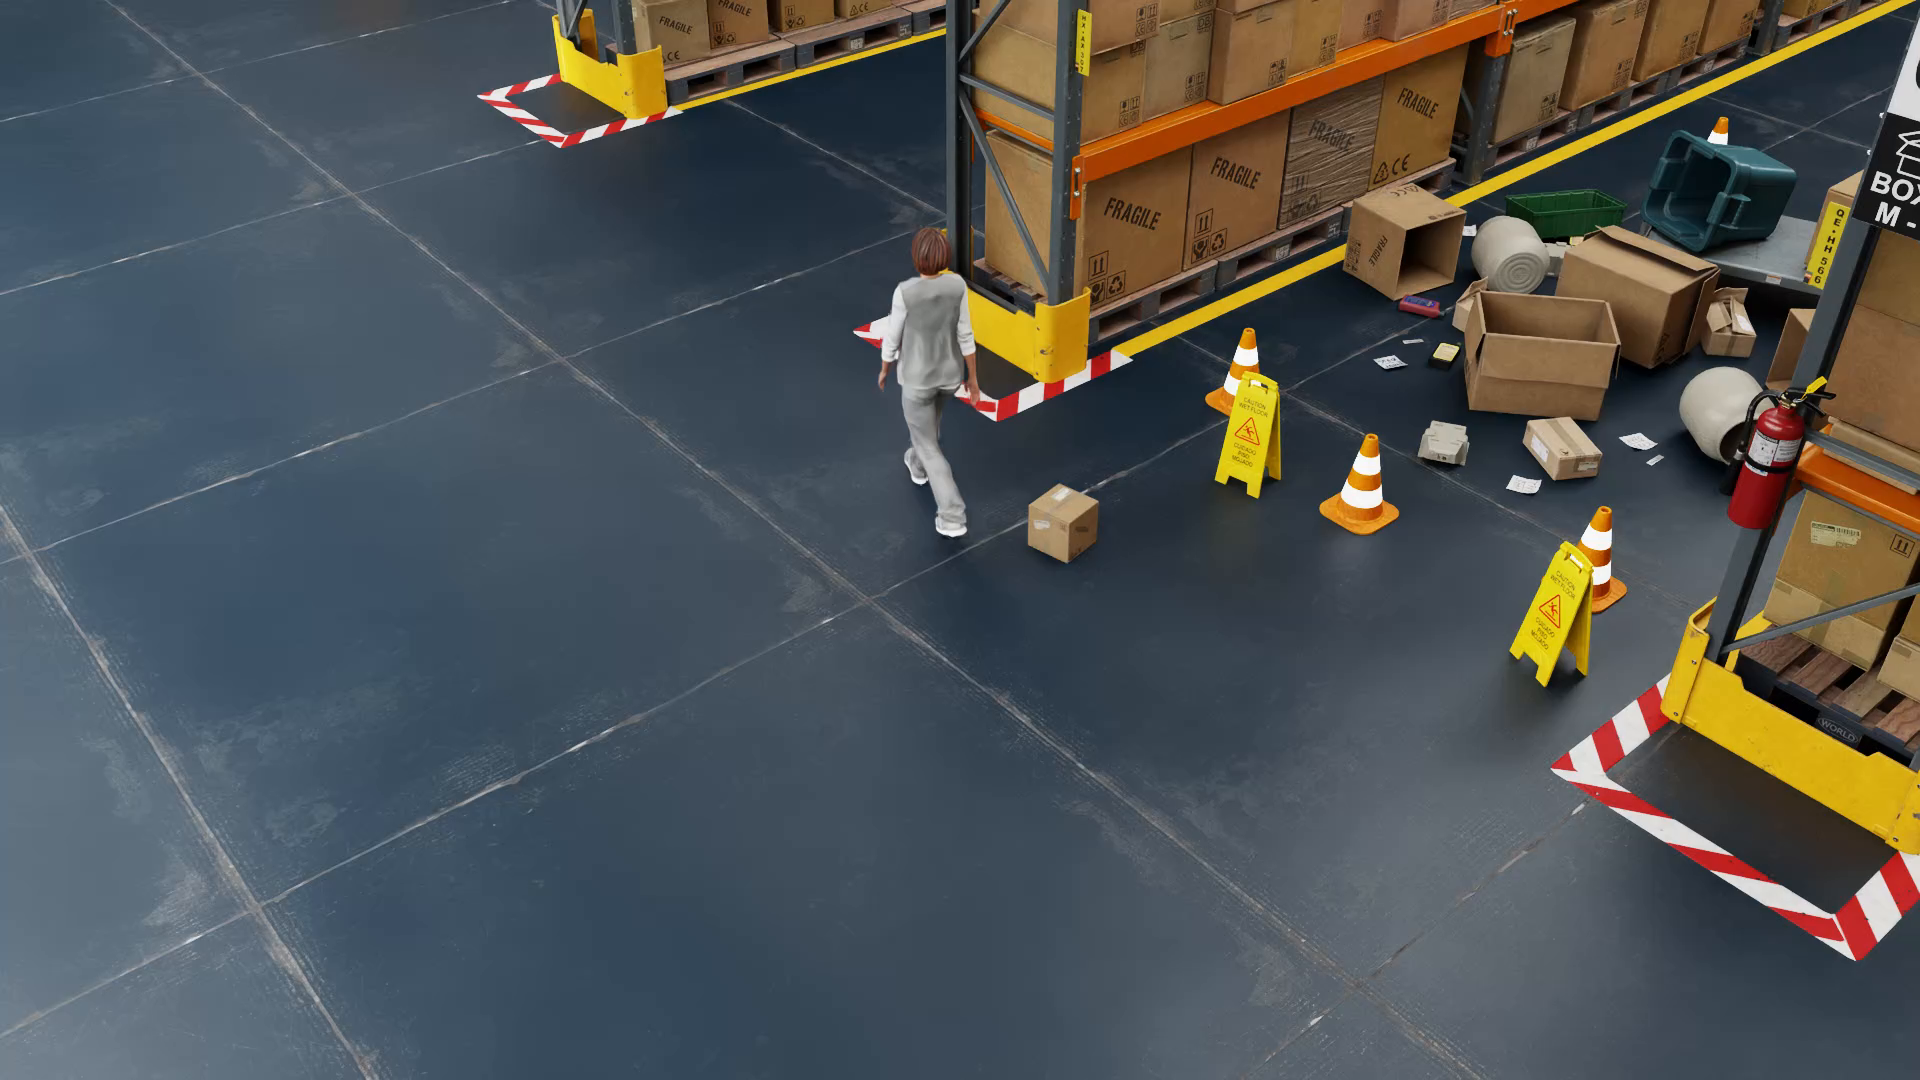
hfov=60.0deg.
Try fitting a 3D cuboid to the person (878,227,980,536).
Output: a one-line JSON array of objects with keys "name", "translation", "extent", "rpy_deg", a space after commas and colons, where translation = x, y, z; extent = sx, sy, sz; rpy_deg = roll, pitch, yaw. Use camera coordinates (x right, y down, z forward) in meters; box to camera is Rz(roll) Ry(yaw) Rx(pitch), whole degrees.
[{"name": "person", "translation": [-0.145, -0.798, 8.165], "extent": [0.435, 1.552, 0.942], "rpy_deg": [-15, 39, -20]}]
